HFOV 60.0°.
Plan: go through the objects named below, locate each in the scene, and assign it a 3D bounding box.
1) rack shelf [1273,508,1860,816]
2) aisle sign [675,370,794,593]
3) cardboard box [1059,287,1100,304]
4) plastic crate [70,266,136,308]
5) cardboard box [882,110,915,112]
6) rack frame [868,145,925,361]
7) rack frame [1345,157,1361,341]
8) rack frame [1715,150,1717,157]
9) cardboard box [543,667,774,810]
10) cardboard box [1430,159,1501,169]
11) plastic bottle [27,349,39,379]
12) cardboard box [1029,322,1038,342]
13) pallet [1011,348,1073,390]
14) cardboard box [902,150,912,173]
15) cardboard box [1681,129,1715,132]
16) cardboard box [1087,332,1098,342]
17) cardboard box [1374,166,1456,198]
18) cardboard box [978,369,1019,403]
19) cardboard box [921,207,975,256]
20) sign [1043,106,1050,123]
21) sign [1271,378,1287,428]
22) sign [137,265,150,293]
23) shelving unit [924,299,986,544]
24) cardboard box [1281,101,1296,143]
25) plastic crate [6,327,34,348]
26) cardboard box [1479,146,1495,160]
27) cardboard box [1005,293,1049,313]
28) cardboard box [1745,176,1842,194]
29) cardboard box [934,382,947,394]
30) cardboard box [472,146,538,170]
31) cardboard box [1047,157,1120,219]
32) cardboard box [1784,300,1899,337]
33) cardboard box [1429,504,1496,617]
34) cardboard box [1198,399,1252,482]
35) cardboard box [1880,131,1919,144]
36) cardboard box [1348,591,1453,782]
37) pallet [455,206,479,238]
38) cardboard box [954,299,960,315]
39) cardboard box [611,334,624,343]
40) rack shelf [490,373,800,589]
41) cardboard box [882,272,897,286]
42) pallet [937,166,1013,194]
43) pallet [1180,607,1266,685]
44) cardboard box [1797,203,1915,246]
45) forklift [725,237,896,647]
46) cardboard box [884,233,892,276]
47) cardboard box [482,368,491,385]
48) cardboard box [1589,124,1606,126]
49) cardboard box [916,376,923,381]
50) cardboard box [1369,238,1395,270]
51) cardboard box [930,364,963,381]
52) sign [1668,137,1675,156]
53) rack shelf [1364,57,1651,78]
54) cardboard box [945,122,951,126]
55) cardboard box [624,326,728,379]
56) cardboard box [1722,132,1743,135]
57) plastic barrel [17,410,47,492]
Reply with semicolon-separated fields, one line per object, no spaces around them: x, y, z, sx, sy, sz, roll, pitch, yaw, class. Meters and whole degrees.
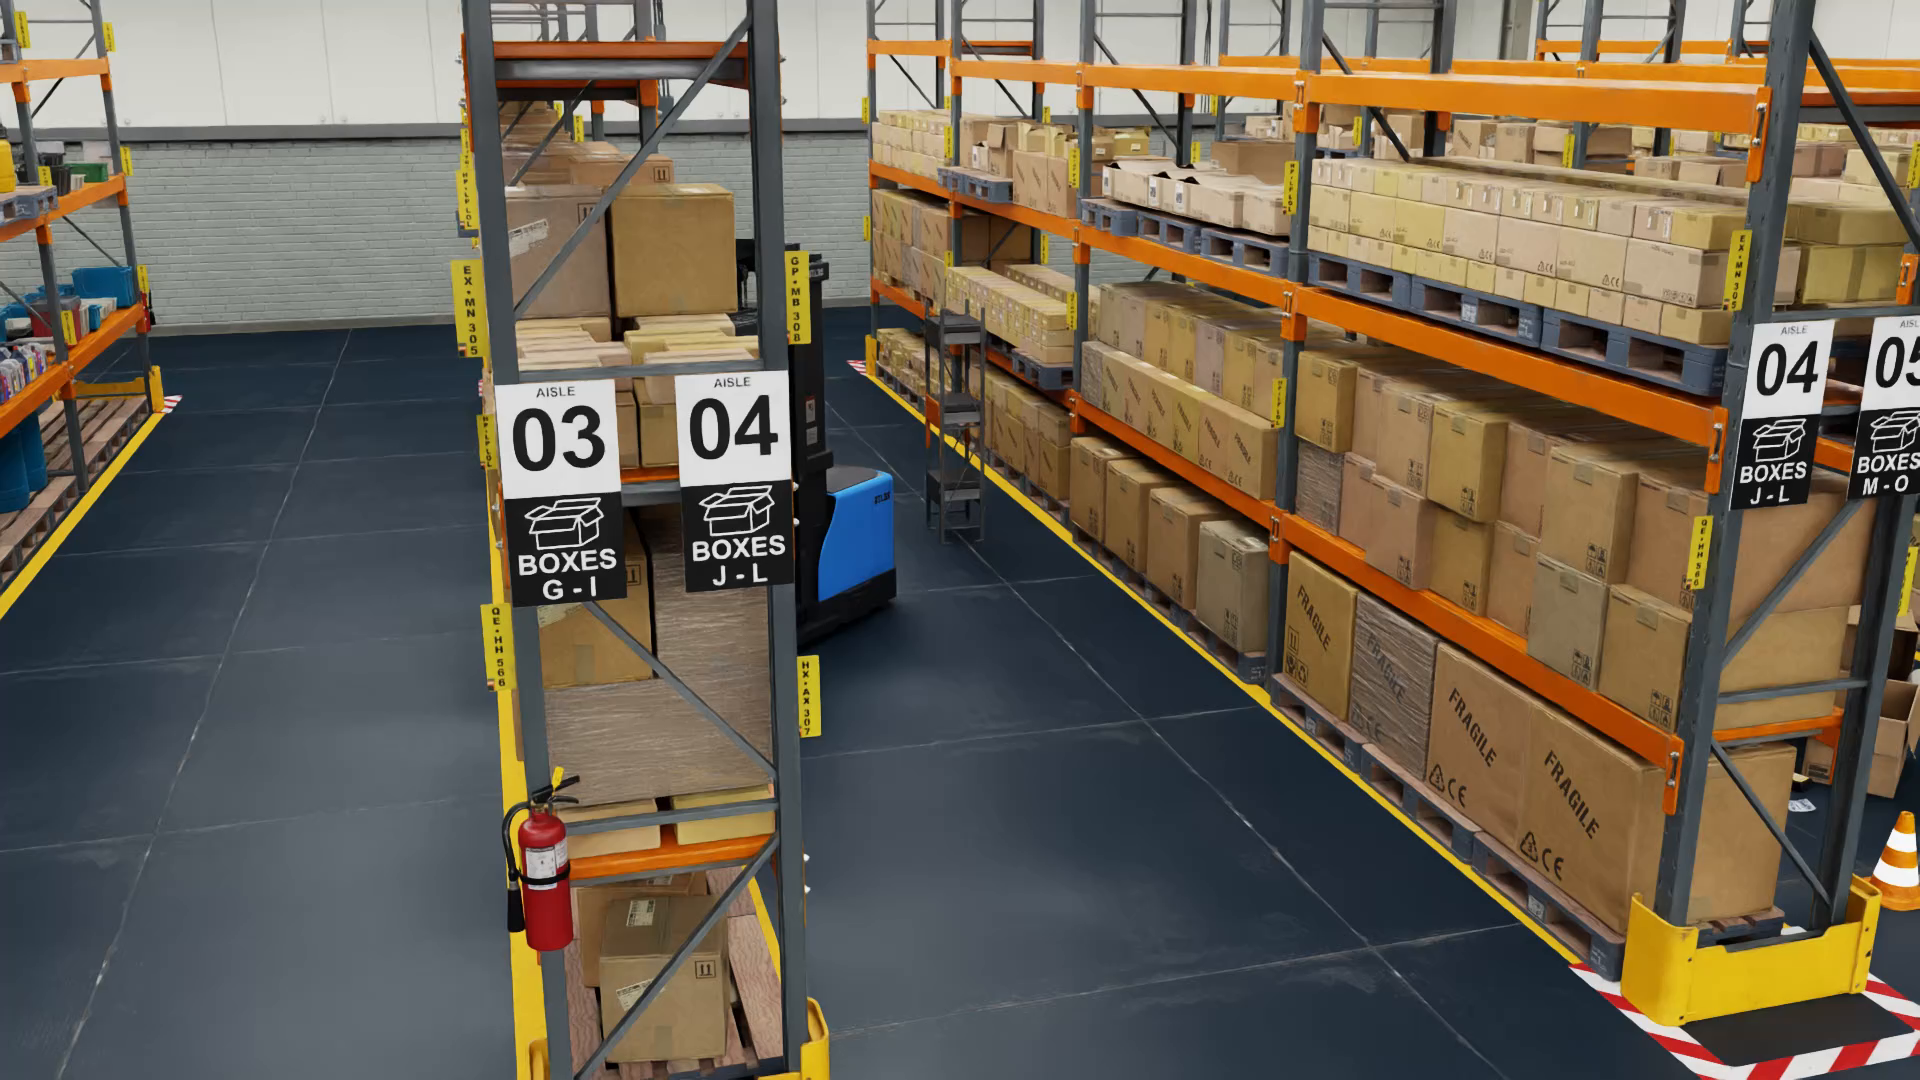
3.148;0.476;9.405;1.077;0.370;4.000;-5;17;-15;rack shelf
-0.793;-0.203;5.895;0.394;0.787;0.004;-5;17;-15;aisle sign
1.196;-2.401;16.403;0.380;0.149;0.250;-4;17;-14;cardboard box
-9.986;-2.953;19.404;0.616;0.435;0.499;-5;17;-15;plastic crate
-0.776;-5.357;21.057;0.380;0.149;0.250;-4;17;-13;cardboard box
-0.699;-3.741;22.193;1.000;3.000;0.127;-5;17;-15;rack frame
5.132;-3.054;19.906;1.000;3.000;0.127;-5;17;-15;rack frame
9.903;-3.448;21.216;1.000;3.000;0.127;-5;17;-15;rack frame
-1.223;0.704;6.704;0.875;0.500;0.500;-5;17;-15;cardboard box
3.075;-2.223;10.073;0.380;0.149;0.250;-5;17;-15;cardboard box
-8.639;-1.635;15.398;0.152;0.276;0.135;-5;17;-15;plastic bottle
0.851;-1.926;15.340;0.380;0.149;0.250;-4;17;-13;cardboard box
1.201;-1.625;15.482;1.213;0.211;1.003;-5;17;-15;pallet
-0.395;-4.531;19.868;0.500;0.250;0.500;-5;17;-16;cardboard box
9.533;-5.315;21.093;0.500;0.250;0.500;-5;17;-15;cardboard box
1.422;-1.898;15.763;0.380;0.149;0.250;-4;17;-12;cardboard box
2.583;-2.031;9.432;0.380;0.149;0.250;-5;17;-16;cardboard box
0.498;-1.626;17.462;0.500;0.250;0.500;-4;17;-14;cardboard box
-0.136;-3.555;19.145;0.500;0.500;0.500;-5;18;-17;cardboard box
0.933;-4.553;18.097;0.100;0.325;0.005;-5;17;-15;sign
2.080;-0.893;10.836;0.100;0.325;0.005;-5;17;-15;sign
-9.734;-3.112;19.814;0.100;0.325;0.005;-5;17;-15;sign
-0.045;-1.051;14.802;0.431;2.100;0.503;-5;17;-15;shelving unit
4.442;-5.325;21.173;0.500;0.500;0.500;-4;17;-14;cardboard box
-9.725;-2.065;16.985;0.437;0.125;0.590;-5;17;-15;plastic crate
5.516;-3.874;16.926;0.396;0.266;0.258;-5;17;-17;cardboard box
0.648;-2.276;15.989;0.380;0.149;0.250;-5;17;-15;cardboard box
6.757;-2.839;13.506;0.500;0.250;0.500;-4;17;-15;cardboard box
-0.078;-1.749;19.269;0.380;0.149;0.250;-6;18;-18;cardboard box
-3.280;-2.597;12.128;0.500;0.500;0.500;-5;17;-15;cardboard box
1.098;-3.151;14.840;0.500;0.500;0.500;-5;17;-15;cardboard box
3.912;-1.001;7.390;0.380;0.149;0.250;-5;17;-15;cardboard box
3.162;0.055;9.295;0.875;0.550;0.500;-5;17;-15;cardboard box
2.060;-0.733;12.004;0.500;0.500;0.500;-5;17;-16;cardboard box
10.339;-4.400;18.224;0.380;0.149;0.250;-5;17;-16;cardboard box
2.956;0.823;9.962;0.875;0.875;0.875;-5;17;-15;cardboard box
-3.525;-2.684;13.789;1.213;0.211;1.003;-4;17;-13;pallet
0.148;-2.494;17.748;0.380;0.149;0.250;-4;17;-14;cardboard box
-1.263;-0.749;7.280;0.500;0.250;0.500;-5;17;-15;cardboard box
-1.648;-0.597;7.761;1.077;0.370;4.000;-5;17;-15;rack shelf
-0.793;-3.360;21.360;0.380;0.149;0.250;-5;17;-17;cardboard box
0.467;-3.802;17.509;1.213;0.211;1.003;-5;17;-15;pallet
2.314;0.706;12.235;1.003;0.211;1.213;-5;17;-15;pallet
3.912;-1.380;7.266;0.380;0.149;0.250;-5;17;-15;cardboard box
-1.714;-0.615;11.903;1.130;2.935;3.031;10;20;30;forklift
-0.670;-3.640;21.164;0.500;0.500;0.500;-5;17;-15;cardboard box
-4.201;-1.279;16.959;1.225;0.875;0.875;-5;17;-15;cardboard box
8.951;-5.636;23.029;0.500;0.250;0.500;-5;17;-17;cardboard box
-0.327;-1.916;20.342;0.380;0.149;0.250;-4;17;-14;cardboard box
2.581;-1.650;9.550;0.380;0.149;0.250;-5;17;-16;cardboard box
-0.131;-1.969;19.485;0.380;0.149;0.250;-5;17;-16;cardboard box
6.753;-3.674;15.858;0.100;0.325;0.005;-5;17;-15;sign
5.682;-4.838;17.362;1.077;0.370;4.000;-5;17;-15;rack shelf
0.051;-4.495;18.187;0.380;0.149;0.250;-6;18;-18;cardboard box
-1.118;-0.741;6.559;0.380;0.149;0.250;-5;17;-16;cardboard box
9.564;-5.038;20.312;0.380;0.149;0.250;-4;17;-14;cardboard box
-9.026;-0.924;15.730;0.600;0.901;0.708;-5;17;-15;plastic barrel
